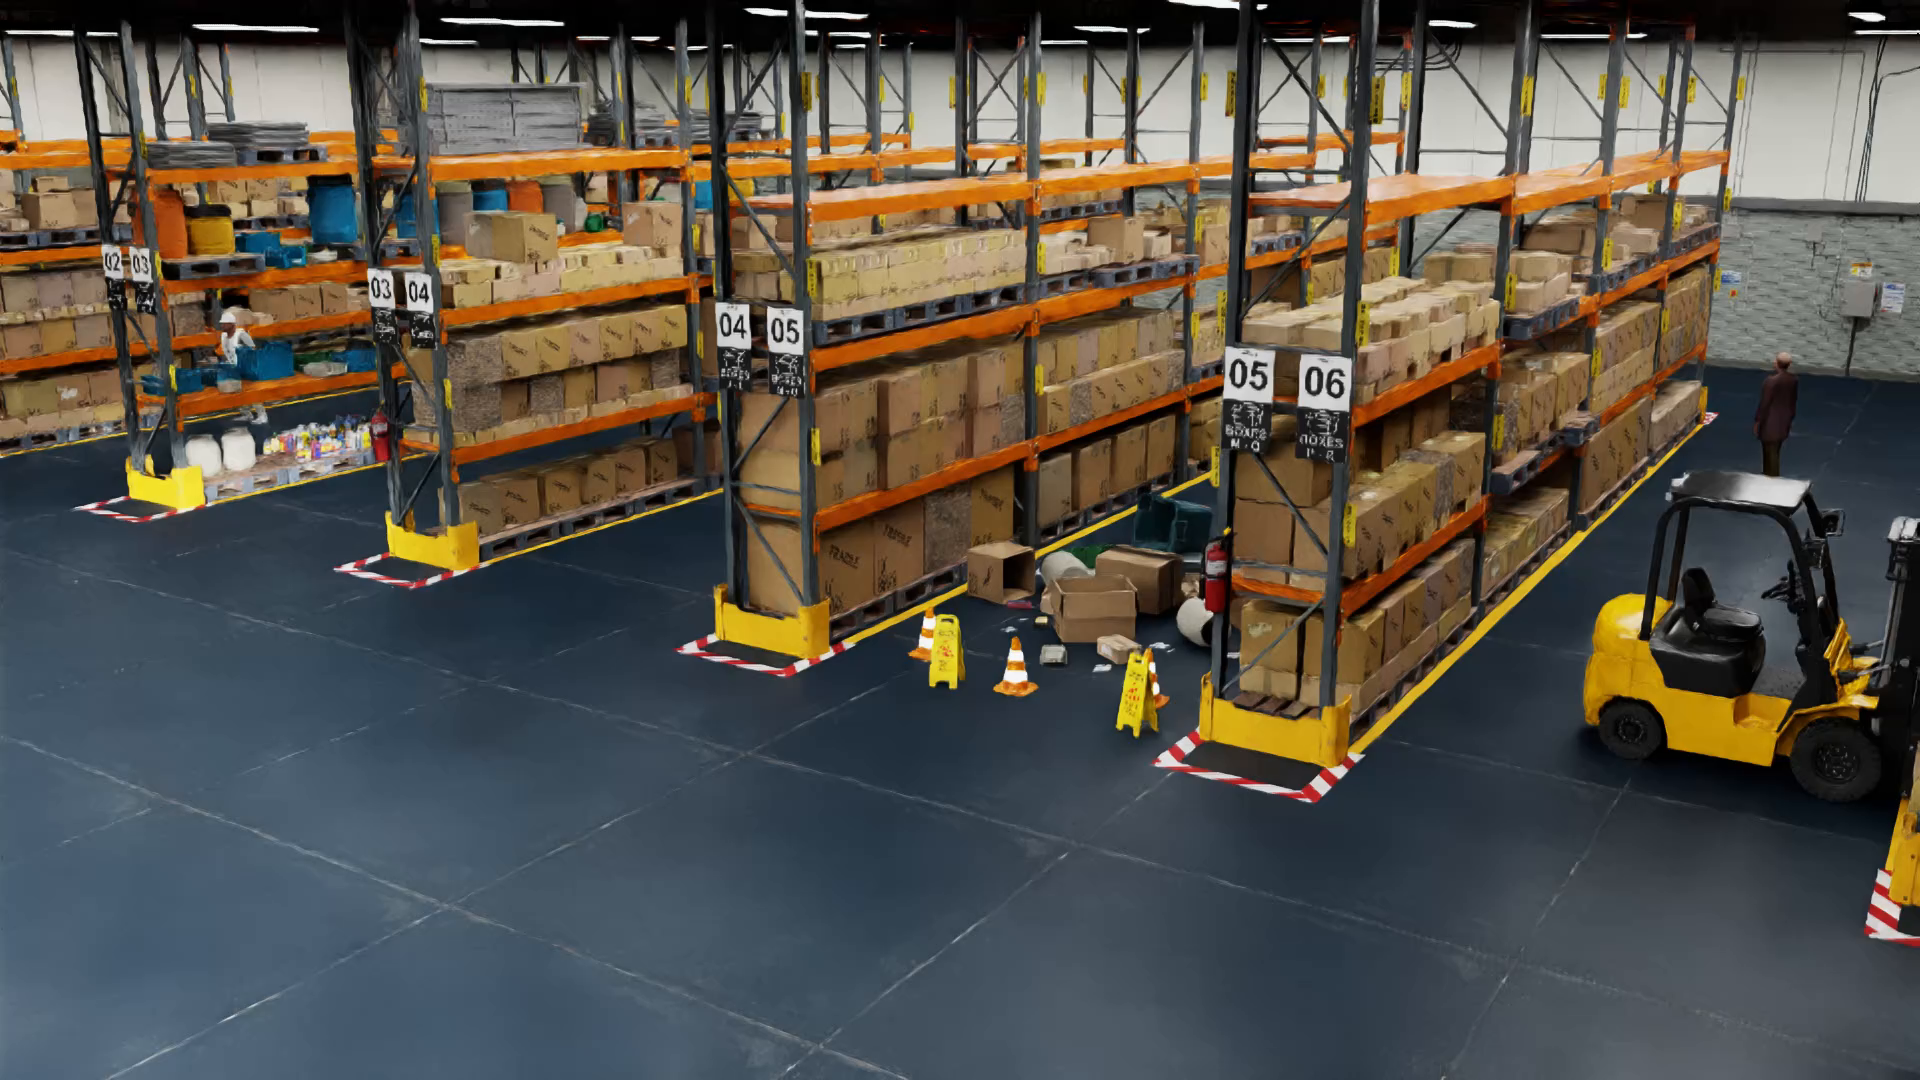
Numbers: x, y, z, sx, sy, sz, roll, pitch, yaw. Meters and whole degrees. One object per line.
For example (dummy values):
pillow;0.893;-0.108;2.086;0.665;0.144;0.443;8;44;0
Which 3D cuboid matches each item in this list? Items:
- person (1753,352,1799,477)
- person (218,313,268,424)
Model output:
person;10.437;-1.532;21.364;0.656;1.779;0.614;-9;18;-29
person;-11.019;-2.623;25.448;0.689;1.734;0.549;9;18;30
